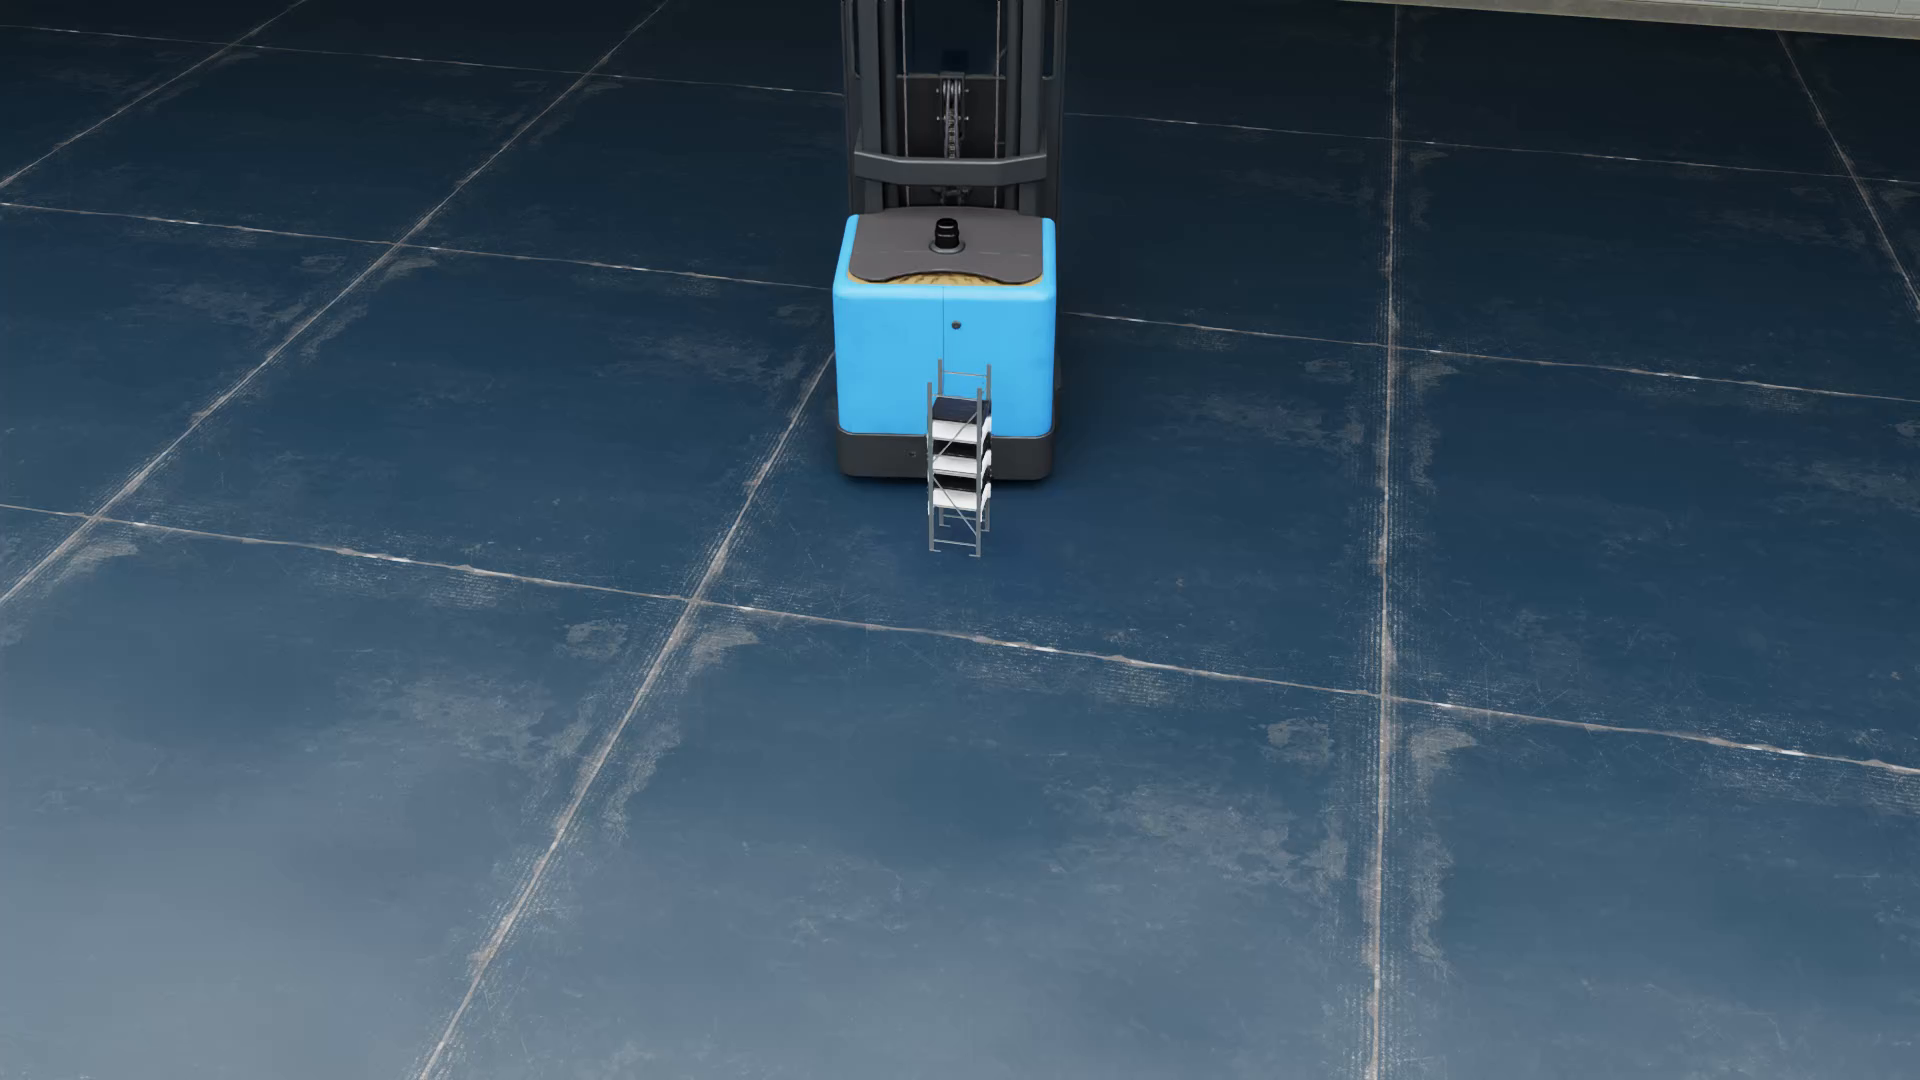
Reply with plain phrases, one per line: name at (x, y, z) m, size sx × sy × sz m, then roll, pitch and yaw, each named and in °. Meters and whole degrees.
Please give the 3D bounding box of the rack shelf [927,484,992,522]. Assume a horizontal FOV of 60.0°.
rack shelf at (-0.002, -0.187, 7.605) m, size 0.258 × 0.077 × 0.200 m, roll 7°, pitch 37°, yaw 10°

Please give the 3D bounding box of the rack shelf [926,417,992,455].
rack shelf at (-0.002, -0.478, 7.393) m, size 0.258 × 0.077 × 0.200 m, roll 7°, pitch 37°, yaw 10°

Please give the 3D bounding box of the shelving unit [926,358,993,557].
shelving unit at (-0.002, -0.360, 7.480) m, size 0.258 × 0.900 × 0.210 m, roll 7°, pitch 37°, yaw 10°

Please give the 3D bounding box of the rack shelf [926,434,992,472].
rack shelf at (-0.002, -0.406, 7.446) m, size 0.258 × 0.077 × 0.200 m, roll 7°, pitch 37°, yaw 10°

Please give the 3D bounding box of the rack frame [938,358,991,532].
rack frame at (0.020, -0.418, 7.560) m, size 0.240 × 0.900 × 0.006 m, roll 7°, pitch 37°, yaw 10°

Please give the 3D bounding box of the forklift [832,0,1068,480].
forklift at (-0.019, -2.315, 8.447) m, size 1.130 × 2.935 × 3.031 m, roll 1°, pitch 36°, yaw 2°

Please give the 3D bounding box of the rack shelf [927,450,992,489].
rack shelf at (-0.002, -0.333, 7.499) m, size 0.258 × 0.077 × 0.200 m, roll 7°, pitch 37°, yaw 10°

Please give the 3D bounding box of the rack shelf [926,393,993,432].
rack shelf at (-0.002, -0.551, 7.341) m, size 0.258 × 0.077 × 0.200 m, roll 7°, pitch 37°, yaw 10°

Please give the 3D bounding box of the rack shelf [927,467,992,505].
rack shelf at (-0.002, -0.260, 7.552) m, size 0.258 × 0.077 × 0.200 m, roll 7°, pitch 37°, yaw 10°

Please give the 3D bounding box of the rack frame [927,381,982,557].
rack frame at (-0.023, -0.301, 7.399) m, size 0.240 × 0.900 × 0.006 m, roll 7°, pitch 37°, yaw 10°
